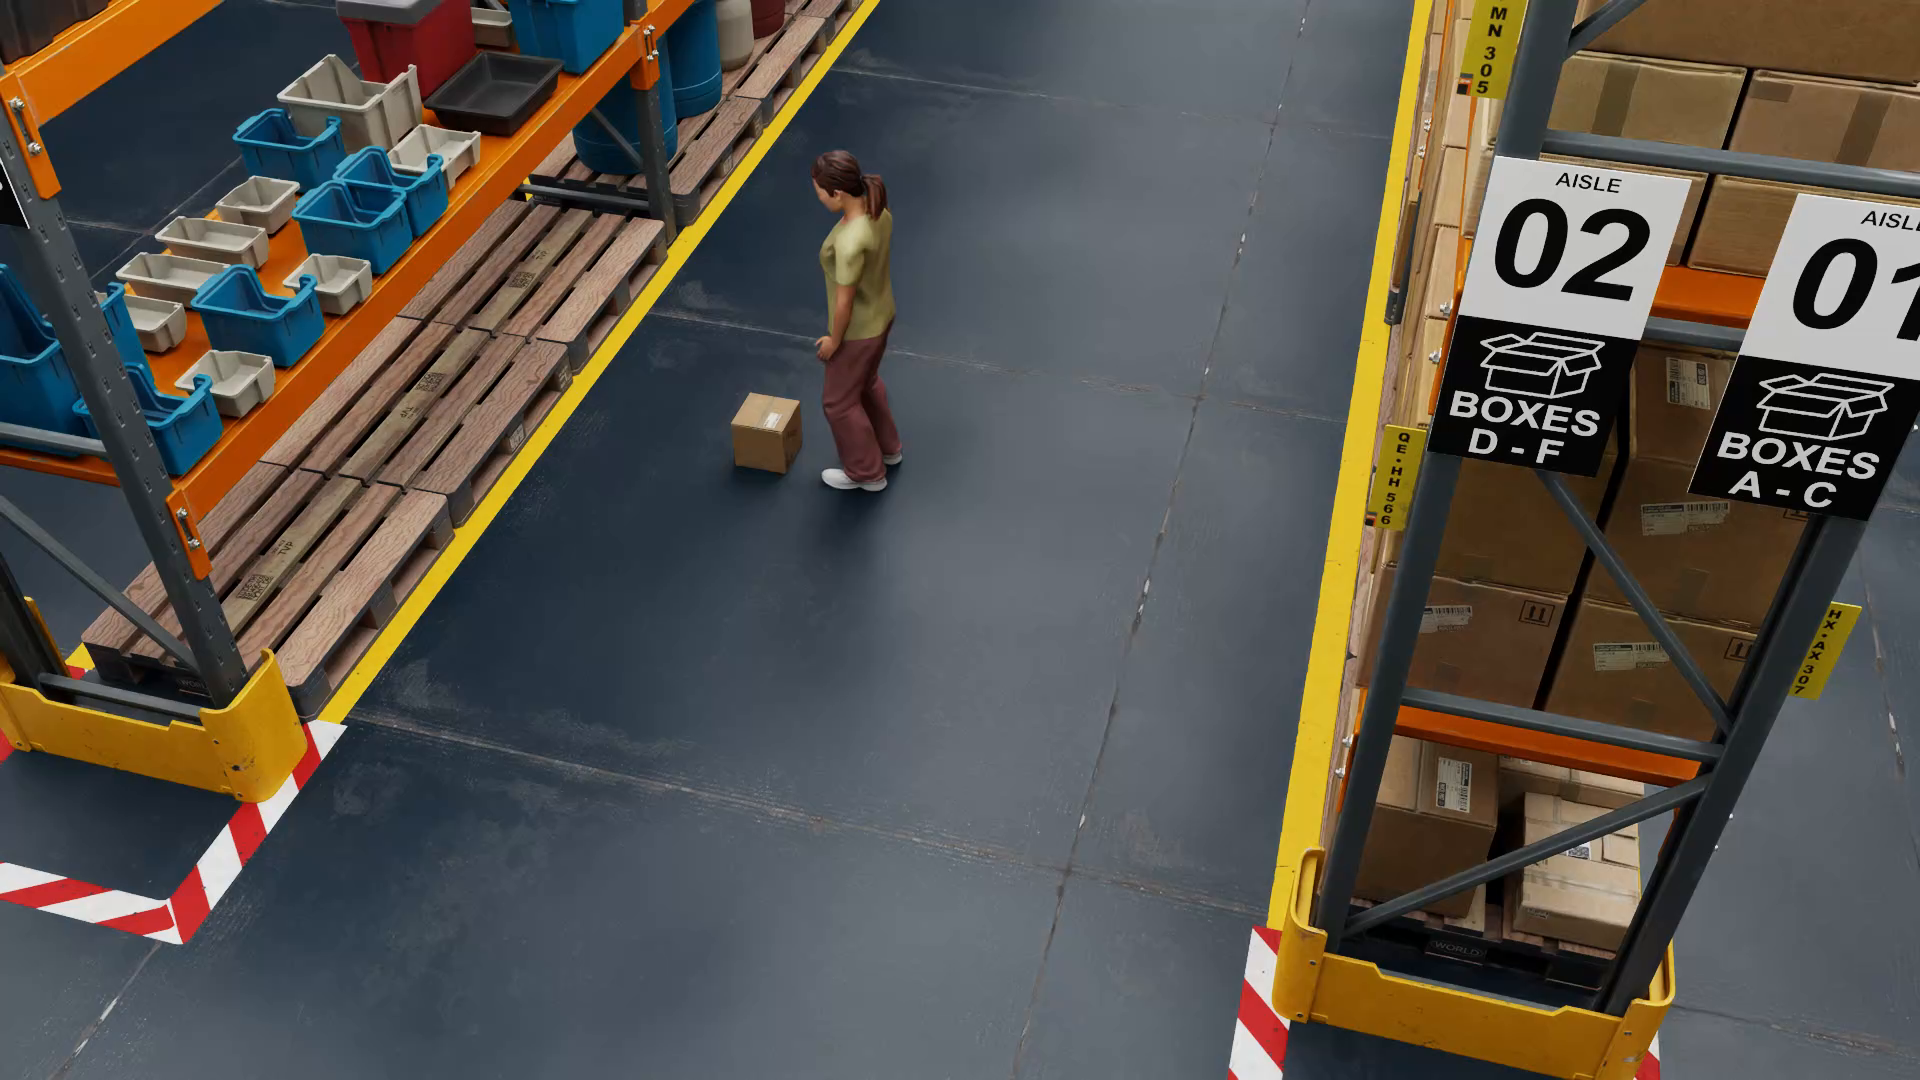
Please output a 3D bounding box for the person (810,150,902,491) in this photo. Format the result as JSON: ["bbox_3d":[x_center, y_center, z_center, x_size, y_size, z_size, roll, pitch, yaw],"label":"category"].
[{"bbox_3d":[-0.447,-0.932,7.241,0.350,1.662,0.455,11,42,12],"label":"person"}]
